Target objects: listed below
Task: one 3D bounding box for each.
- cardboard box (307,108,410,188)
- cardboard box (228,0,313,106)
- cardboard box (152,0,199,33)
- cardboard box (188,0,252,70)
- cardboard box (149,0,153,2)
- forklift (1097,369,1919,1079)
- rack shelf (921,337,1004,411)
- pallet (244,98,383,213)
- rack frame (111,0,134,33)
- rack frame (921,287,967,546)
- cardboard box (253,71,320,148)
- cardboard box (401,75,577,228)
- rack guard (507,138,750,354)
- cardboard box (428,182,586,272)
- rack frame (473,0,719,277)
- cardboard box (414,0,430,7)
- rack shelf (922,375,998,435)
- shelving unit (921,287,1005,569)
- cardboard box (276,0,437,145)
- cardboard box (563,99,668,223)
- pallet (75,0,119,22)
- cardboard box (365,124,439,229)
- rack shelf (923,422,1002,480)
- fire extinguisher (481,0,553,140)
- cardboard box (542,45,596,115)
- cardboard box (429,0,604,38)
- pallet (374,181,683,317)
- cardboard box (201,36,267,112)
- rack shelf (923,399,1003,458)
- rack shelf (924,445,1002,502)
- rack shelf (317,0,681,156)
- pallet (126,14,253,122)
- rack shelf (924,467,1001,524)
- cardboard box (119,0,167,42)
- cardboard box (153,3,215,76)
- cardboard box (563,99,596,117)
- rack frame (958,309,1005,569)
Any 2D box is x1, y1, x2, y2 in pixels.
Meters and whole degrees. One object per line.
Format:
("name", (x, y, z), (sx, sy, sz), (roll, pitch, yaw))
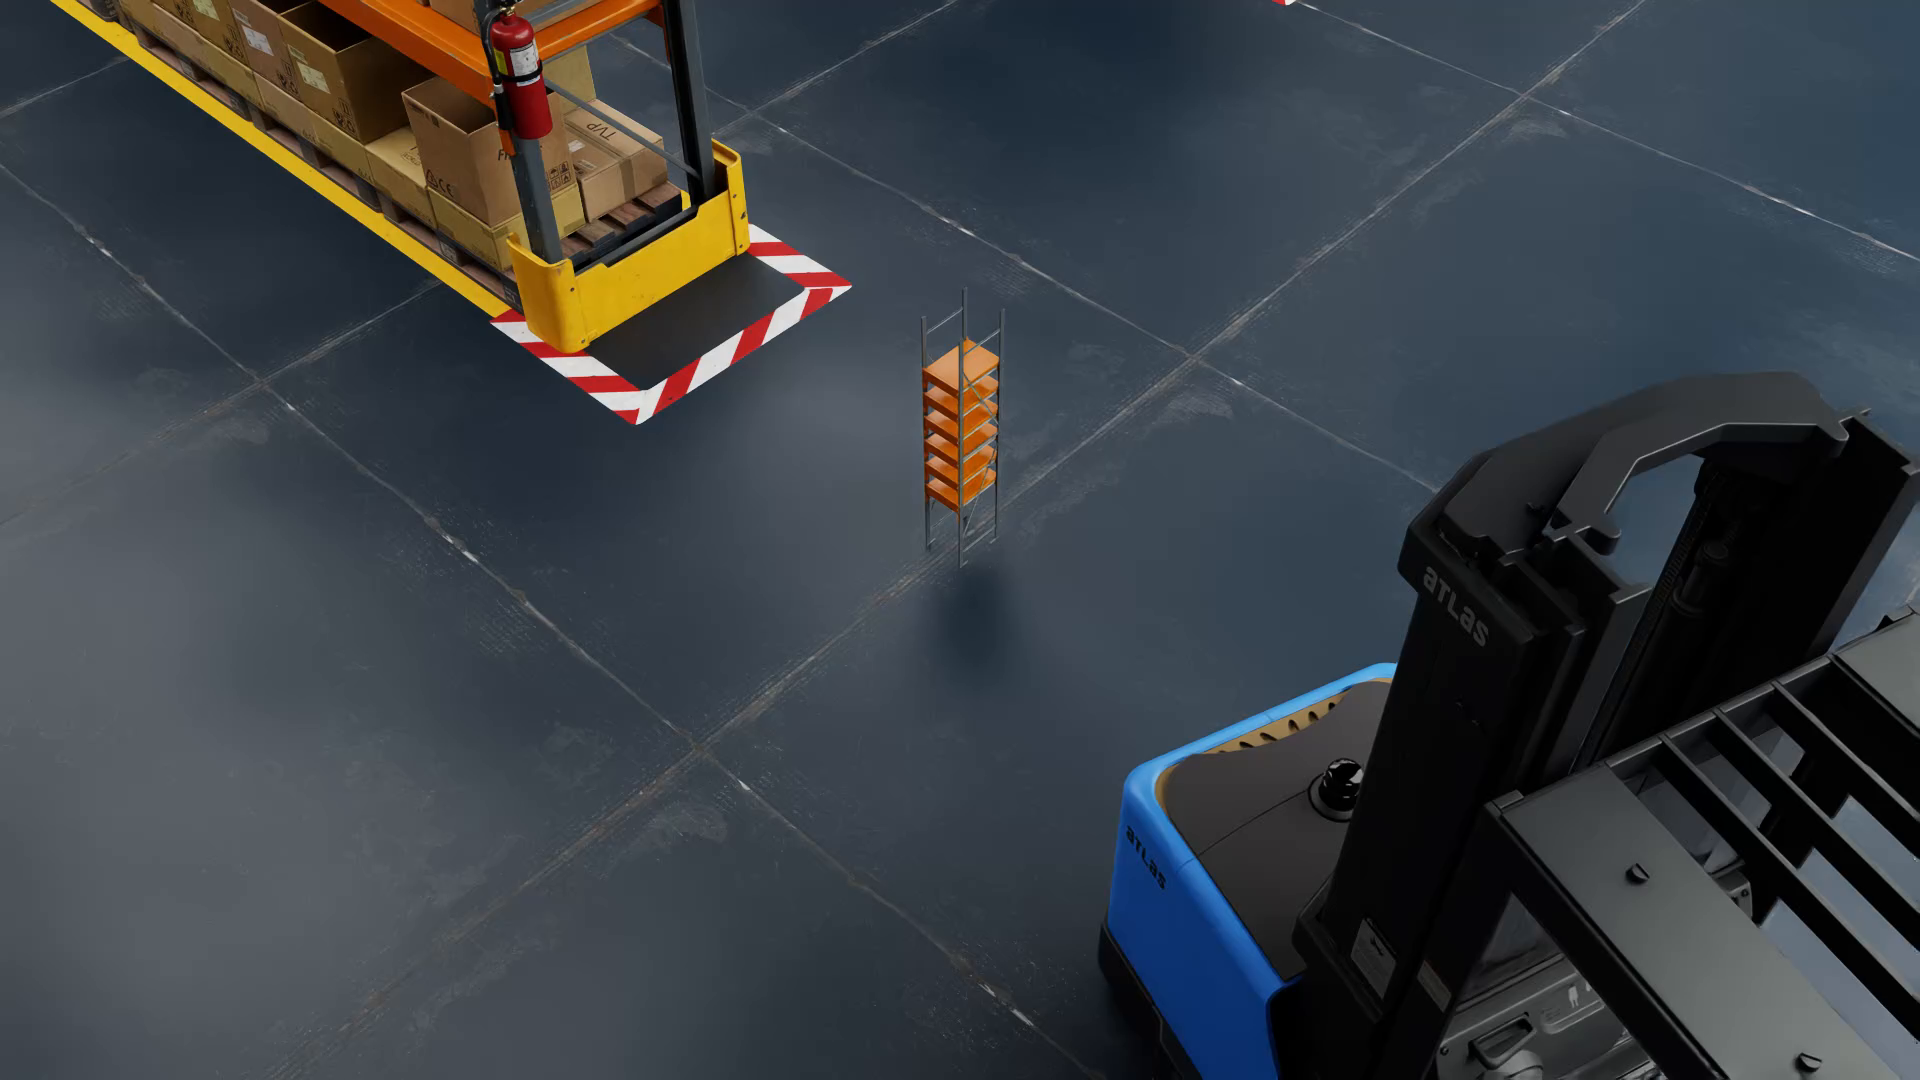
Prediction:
("cardboard box", (-2.889, -2.071, 8.344), (0.500, 0.250, 0.500), (34, 55, 28))
("cardboard box", (-3.258, -2.574, 8.301), (0.500, 0.500, 0.500), (34, 55, 28))
("cardboard box", (-3.989, -3.072, 8.769), (0.500, 0.500, 0.500), (34, 55, 28))
("cardboard box", (-3.627, -2.820, 8.533), (0.500, 0.500, 0.500), (34, 55, 28))
("cardboard box", (-4.362, -3.315, 8.997), (0.500, 0.500, 0.500), (34, 55, 28))
("forklift", (1.564, 1.202, 3.719), (1.130, 2.935, 3.031), (-20, 50, -18))
("rack shelf", (0.011, -0.620, 6.184), (0.180, 0.103, 0.258), (34, 55, 28))
("pallet", (-3.033, -2.279, 8.853), (1.213, 0.211, 1.003), (34, 55, 28))
("rack frame", (-4.490, -4.252, 8.794), (0.127, 3.000, 1.000), (34, 55, 28))
("rack frame", (-0.057, -0.449, 6.457), (0.006, 1.200, 0.240), (34, 55, 28))
("cardboard box", (-3.256, -2.319, 8.577), (0.500, 0.250, 0.500), (34, 55, 28))
("cardboard box", (-2.147, -1.840, 7.612), (0.500, 0.500, 0.500), (34, 55, 28))
("rack guard", (-1.533, -1.407, 7.837), (0.348, 0.500, 1.175), (34, 55, 28))
("cardboard box", (-2.145, -1.584, 7.886), (0.500, 0.250, 0.500), (34, 55, 28))
("rack frame", (-1.551, -2.275, 6.937), (0.127, 3.000, 1.000), (34, 55, 28))
("cardboard box", (-2.274, -2.804, 7.365), (0.500, 0.500, 0.700), (35, 56, 29))
("rack shelf", (0.011, -0.537, 6.272), (0.180, 0.103, 0.258), (34, 55, 28))
("shelving unit", (0.011, -0.404, 6.414), (0.189, 1.200, 0.258), (34, 55, 28))
("cardboard box", (-2.892, -2.326, 8.069), (0.500, 0.500, 0.500), (34, 55, 28))
("cardboard box", (-1.794, -1.861, 8.147), (0.500, 0.250, 0.500), (34, 55, 28))
("pallet", (-5.058, -3.641, 10.133), (1.213, 0.211, 1.003), (34, 55, 28))
("cardboard box", (-2.521, -1.825, 8.112), (0.500, 0.250, 0.500), (34, 55, 28))
("rack shelf", (0.011, -0.373, 6.447), (0.180, 0.103, 0.258), (34, 55, 28))
("fire extinguisher", (-1.779, -1.941, 6.676), (0.183, 0.674, 0.296), (34, 55, 28))
("cardboard box", (-2.163, -2.364, 8.105), (0.500, 0.500, 0.500), (34, 55, 28))
("cardboard box", (-1.885, -2.546, 7.123), (0.500, 0.500, 0.700), (34, 55, 28))
("pallet", (-2.141, -1.676, 8.287), (1.213, 0.211, 1.003), (34, 55, 28))
("cardboard box", (-3.627, -2.563, 8.806), (0.500, 0.250, 0.500), (34, 55, 28))
("rack shelf", (0.011, -0.455, 6.359), (0.180, 0.103, 0.258), (34, 55, 28))
("rack shelf", (0.011, -0.291, 6.534), (0.180, 0.103, 0.258), (34, 55, 28))
("rack shelf", (-3.021, -3.017, 8.127), (4.000, 0.370, 1.077), (34, 55, 28))
("pallet", (-3.934, -2.882, 9.420), (1.213, 0.211, 1.003), (34, 55, 28))
("rack shelf", (0.011, -0.209, 6.622), (0.180, 0.103, 0.258), (34, 55, 28))
("cardboard box", (-4.355, -3.063, 9.275), (0.500, 0.250, 0.500), (34, 55, 28))
("cardboard box", (-3.991, -2.813, 9.040), (0.500, 0.250, 0.500), (34, 55, 28))
("cardboard box", (-2.164, -2.107, 8.377), (0.500, 0.250, 0.500), (34, 55, 28))
("rack frame", (0.078, -0.358, 6.372), (0.006, 1.200, 0.240), (34, 55, 28))
